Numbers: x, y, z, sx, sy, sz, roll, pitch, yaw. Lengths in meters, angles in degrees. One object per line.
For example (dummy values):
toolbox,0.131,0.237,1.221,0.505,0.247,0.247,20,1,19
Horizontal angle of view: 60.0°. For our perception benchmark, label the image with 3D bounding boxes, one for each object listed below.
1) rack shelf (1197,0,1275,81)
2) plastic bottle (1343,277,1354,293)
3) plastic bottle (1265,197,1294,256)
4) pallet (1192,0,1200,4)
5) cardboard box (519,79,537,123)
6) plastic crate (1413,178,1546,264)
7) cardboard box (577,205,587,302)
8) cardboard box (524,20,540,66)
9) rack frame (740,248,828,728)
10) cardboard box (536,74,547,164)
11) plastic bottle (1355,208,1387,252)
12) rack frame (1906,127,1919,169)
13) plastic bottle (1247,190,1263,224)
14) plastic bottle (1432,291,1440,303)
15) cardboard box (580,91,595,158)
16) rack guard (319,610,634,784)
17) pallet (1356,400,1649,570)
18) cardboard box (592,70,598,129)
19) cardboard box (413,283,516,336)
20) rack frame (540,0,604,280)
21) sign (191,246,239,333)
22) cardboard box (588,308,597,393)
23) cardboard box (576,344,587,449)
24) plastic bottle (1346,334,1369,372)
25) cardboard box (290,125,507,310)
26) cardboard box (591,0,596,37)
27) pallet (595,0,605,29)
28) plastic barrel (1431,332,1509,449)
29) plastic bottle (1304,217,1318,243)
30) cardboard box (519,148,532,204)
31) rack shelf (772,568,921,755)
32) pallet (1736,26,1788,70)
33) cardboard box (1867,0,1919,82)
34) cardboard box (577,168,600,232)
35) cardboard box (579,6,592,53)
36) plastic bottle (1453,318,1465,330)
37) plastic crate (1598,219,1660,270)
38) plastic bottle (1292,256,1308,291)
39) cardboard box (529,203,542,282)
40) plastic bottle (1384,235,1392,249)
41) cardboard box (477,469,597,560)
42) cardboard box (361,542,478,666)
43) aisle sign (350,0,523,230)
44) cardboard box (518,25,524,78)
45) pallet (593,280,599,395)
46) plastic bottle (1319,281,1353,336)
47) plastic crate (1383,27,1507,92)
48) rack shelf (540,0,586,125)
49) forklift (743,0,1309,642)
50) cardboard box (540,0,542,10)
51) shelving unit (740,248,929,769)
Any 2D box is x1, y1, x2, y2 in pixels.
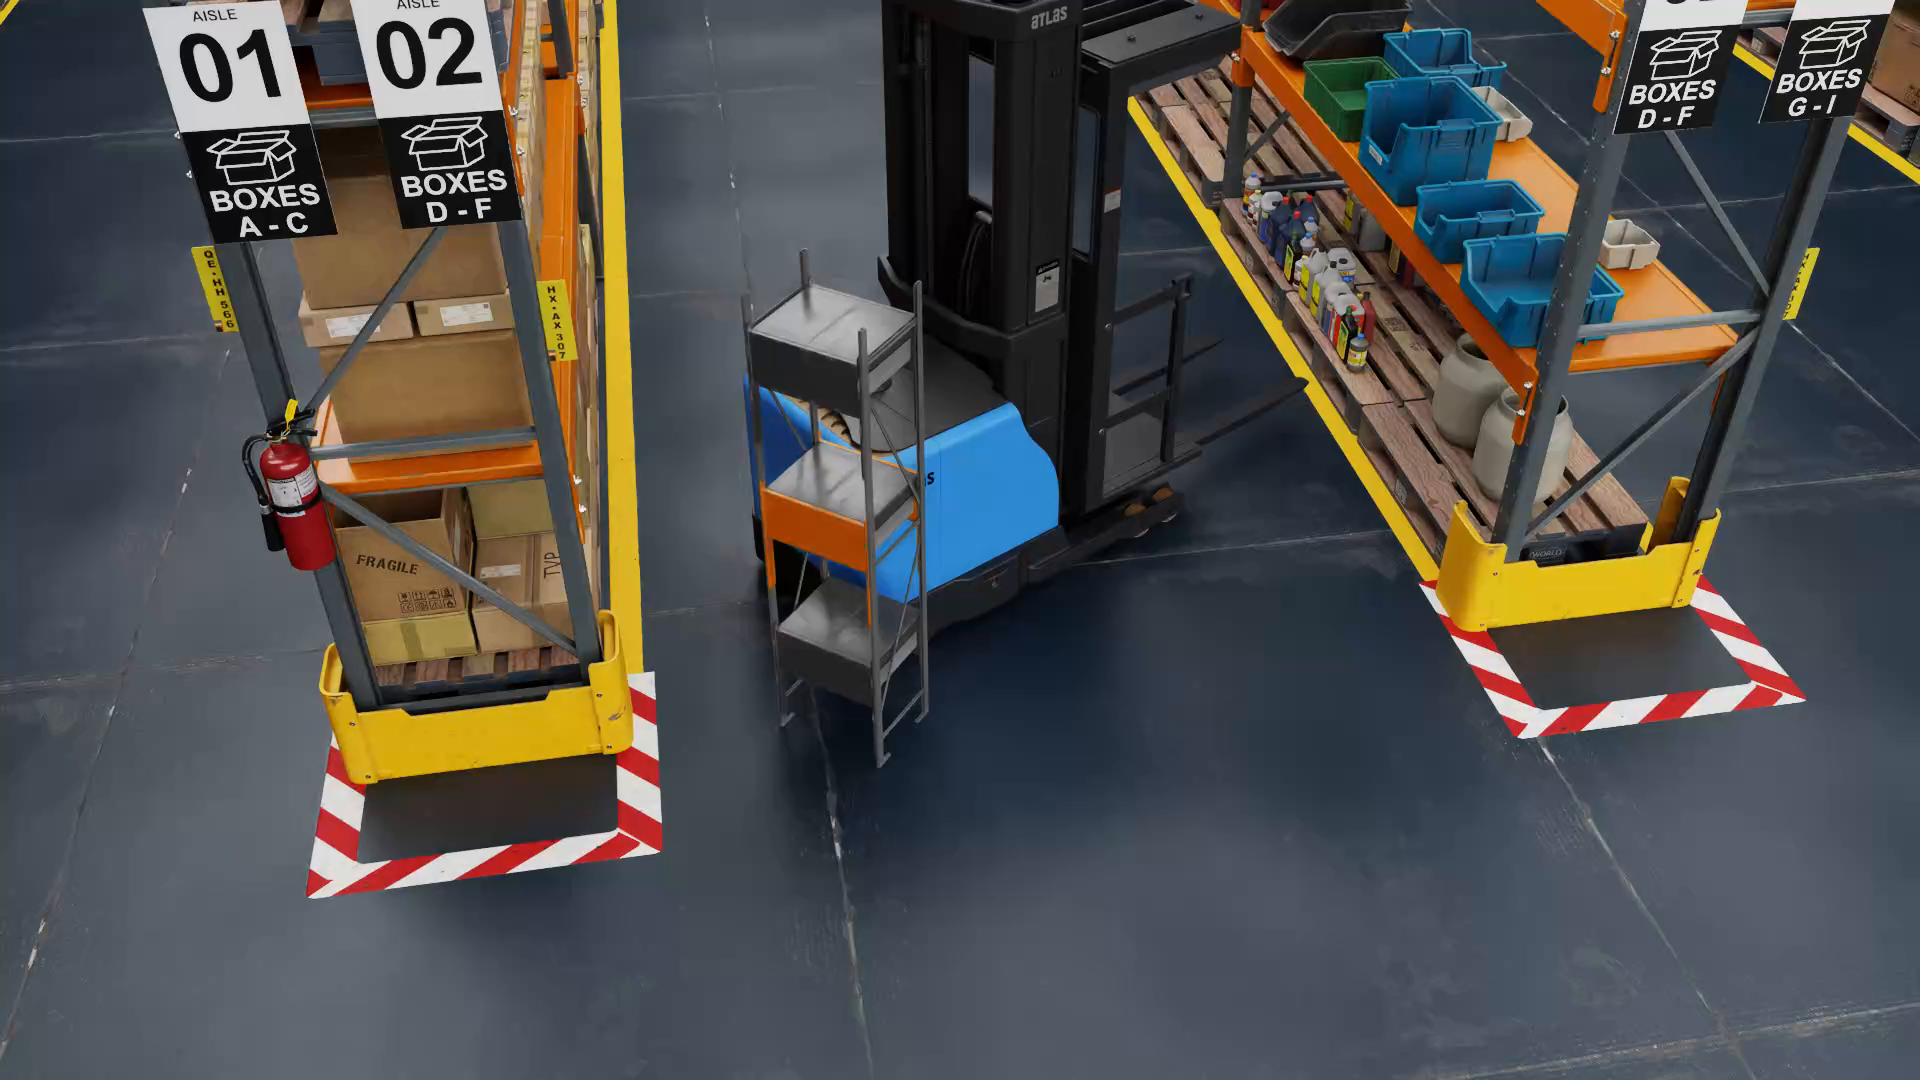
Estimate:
rack shelf,1.840,-4.223,11.727,1.077,0.370,4.000,-6,38,-8
plastic bottle,2.175,-1.391,9.418,0.097,0.201,0.097,0,38,0
plastic bottle,1.923,-1.894,9.944,0.144,0.351,0.185,-5,38,-7
pallet,1.587,-4.141,13.309,1.003,0.211,1.213,-6,38,-8
cardboard box,-2.158,-1.995,7.663,0.380,0.149,0.250,-5,38,-6
plastic crate,2.401,-1.487,7.740,0.499,0.251,0.408,-6,38,-8
cardboard box,-2.314,-1.584,9.032,0.500,0.500,0.500,-6,38,-8
cardboard box,-2.292,-2.457,8.257,0.380,0.149,0.250,-6,38,-8
rack frame,-0.665,-0.135,6.612,0.015,2.100,0.400,19,42,23
cardboard box,-2.504,-2.222,8.484,0.700,0.500,0.500,-7,38,-8
plastic bottle,2.479,-1.892,10.002,0.152,0.276,0.135,-6,38,-8
rack frame,7.067,-3.831,10.637,1.000,3.000,0.127,-6,38,-8
plastic bottle,1.832,-2.066,10.287,0.097,0.201,0.097,0,38,0
plastic bottle,2.767,-1.497,9.498,0.097,0.271,0.097,0,38,0
cardboard box,-2.597,-2.649,10.556,0.500,0.311,0.500,-7,38,-8
rack guard,-1.981,0.649,6.906,1.175,0.500,0.348,-6,38,-8
pallet,2.695,-0.314,8.382,1.003,0.211,1.213,-6,38,-8
cardboard box,-2.784,-3.047,11.526,0.500,0.250,0.500,-6,38,-7
cardboard box,-1.843,-0.908,6.263,0.380,0.149,0.250,-6,38,-8
rack frame,-2.687,-2.768,9.268,1.000,3.000,0.127,-6,38,-8
sign,-2.522,-0.853,5.666,0.100,0.325,0.005,-6,38,-8
cardboard box,-2.210,-0.988,8.876,0.500,0.250,0.500,-6,38,-8
cardboard box,-2.051,-0.679,7.866,0.500,0.500,0.500,-6,38,-8
plastic bottle,2.138,-1.013,8.932,0.097,0.201,0.097,0,38,0
cardboard box,-2.064,-1.219,6.135,0.700,0.500,0.500,-6,38,-8
cardboard box,-3.056,-3.973,12.717,0.500,0.250,0.500,-5,38,-7
pallet,-3.482,-4.538,13.819,1.003,0.211,1.213,-6,38,-8
plastic barrel,2.613,-0.758,8.366,0.421,0.512,0.421,0,38,0
plastic bottle,2.068,-1.788,9.872,0.097,0.271,0.097,0,38,0
cardboard box,-2.025,-1.531,7.066,0.380,0.149,0.250,-7,38,-9
rack shelf,-0.453,0.503,6.954,0.480,0.518,0.431,19,42,23
pallet,6.711,-3.939,13.048,1.003,0.211,1.213,-6,38,-8
cardboard box,6.915,-3.681,12.122,0.700,0.500,0.500,-6,38,-8
cardboard box,-2.514,-2.118,10.331,0.500,0.250,0.500,-7,38,-9
cardboard box,-2.871,-3.577,11.752,0.500,0.311,0.500,-6,38,-8
plastic bottle,2.820,-1.315,9.262,0.097,0.271,0.097,0,38,0
plastic crate,3.051,-1.354,7.662,0.298,0.136,0.250,-6,38,-8
plastic bottle,1.983,-1.548,9.619,0.097,0.201,0.097,0,38,0
cardboard box,-2.233,-1.292,7.287,0.700,0.500,0.500,-6,38,-8
plastic bottle,2.621,-1.952,10.019,0.144,0.351,0.185,-8,39,-10
cardboard box,-1.952,-0.082,7.709,0.500,0.250,0.500,-6,38,-8
cardboard box,-2.371,0.276,7.249,0.500,0.250,0.500,-6,38,-8
aisle sign,-1.673,-1.372,5.352,0.394,0.787,0.004,-6,38,-8
cardboard box,-2.426,-2.445,7.713,0.700,0.500,0.500,-6,38,-8
pallet,-2.589,-1.182,9.499,1.003,0.211,1.213,-6,38,-8
plastic bottle,2.096,-1.282,9.217,0.152,0.276,0.135,-7,38,-9
plastic crate,2.652,-2.601,9.174,0.499,0.251,0.616,-6,38,-8
rack shelf,-3.038,-3.692,11.044,1.077,0.370,4.000,-6,38,-8
forklift,0.483,-1.399,7.562,3.031,2.935,1.130,-27,45,-30
cardboard box,-2.428,-2.923,8.857,0.380,0.149,0.250,-6,38,-8
shelving unit,-0.453,-0.060,6.516,0.503,2.100,0.431,19,42,23
